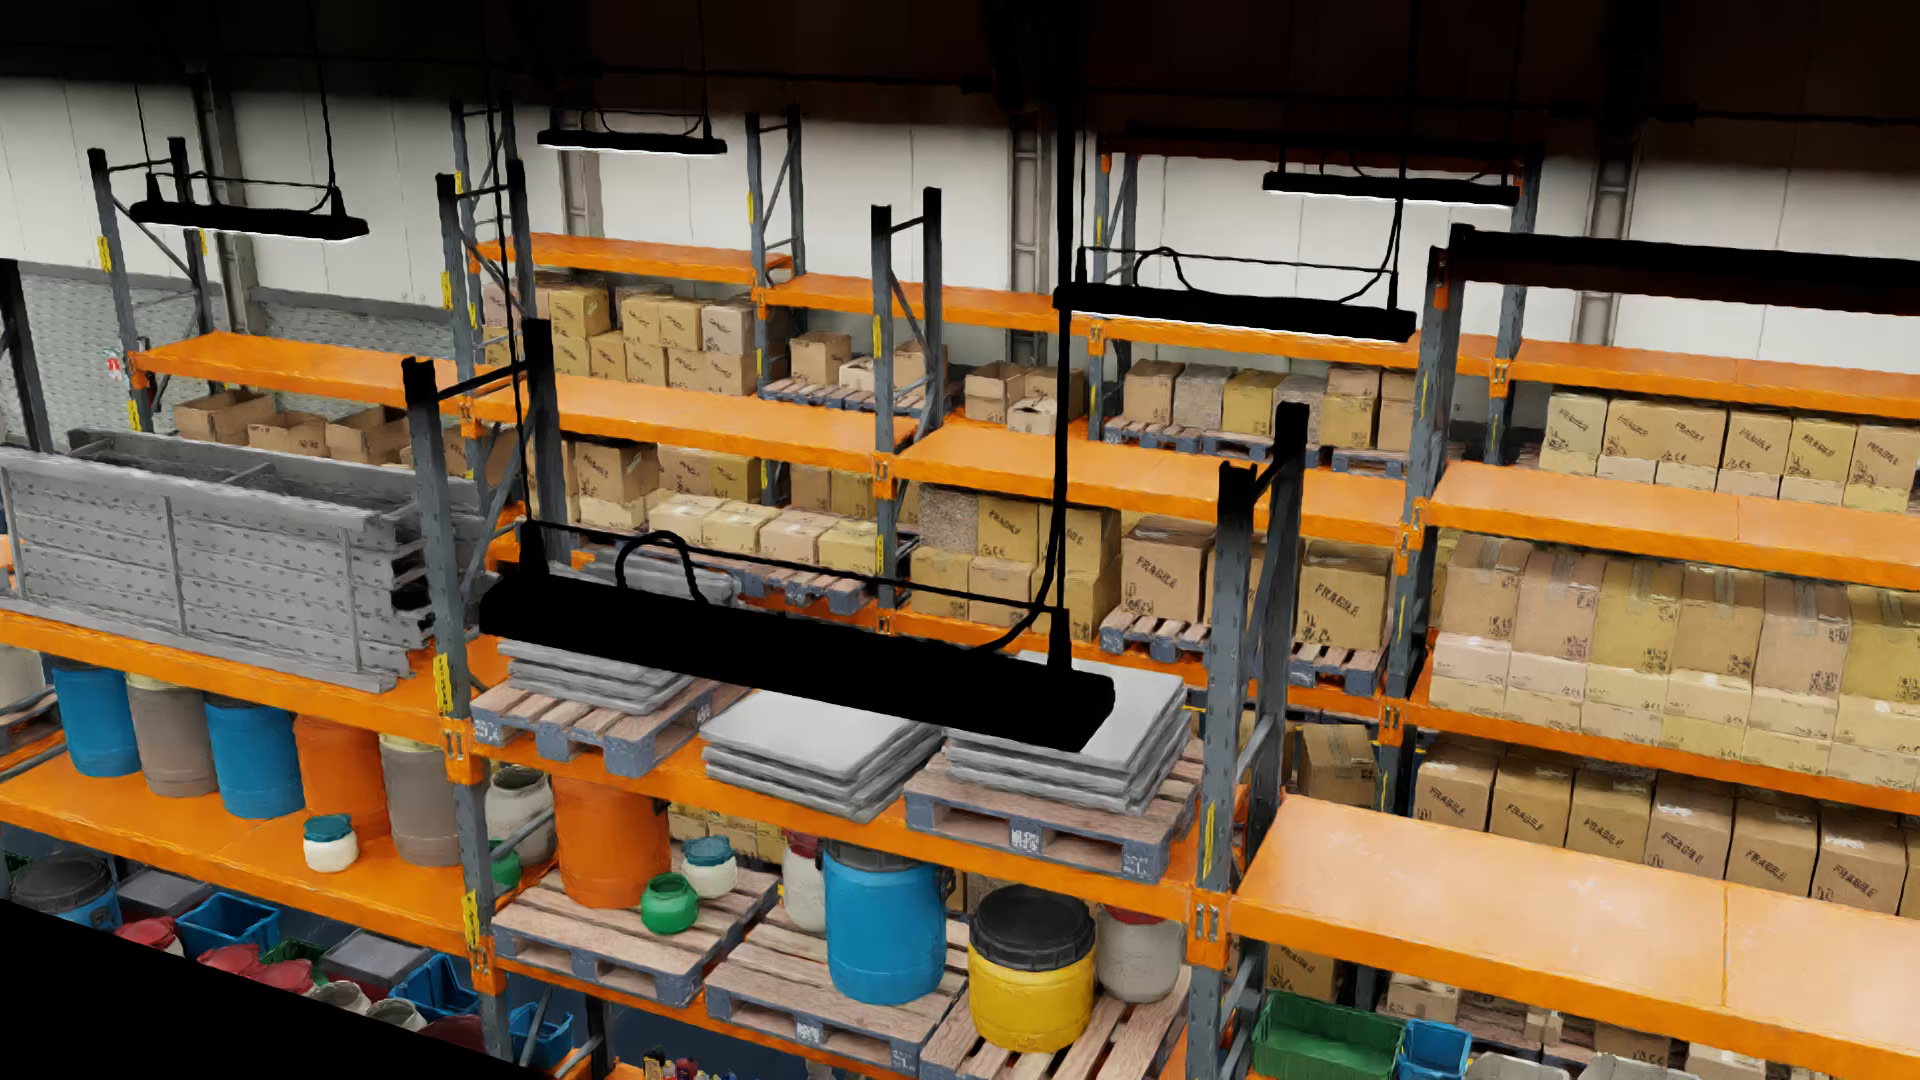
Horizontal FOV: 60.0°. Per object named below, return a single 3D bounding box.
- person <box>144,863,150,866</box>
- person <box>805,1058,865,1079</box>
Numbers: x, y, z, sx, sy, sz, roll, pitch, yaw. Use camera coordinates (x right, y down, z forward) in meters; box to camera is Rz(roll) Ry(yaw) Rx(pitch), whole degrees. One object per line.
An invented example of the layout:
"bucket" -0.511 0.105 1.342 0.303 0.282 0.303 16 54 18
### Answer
"person" -6.248 2.576 13.279 0.497 1.765 0.625 -14 25 -34
"person" -0.807 3.294 11.367 0.591 1.786 0.442 -2 21 -6
